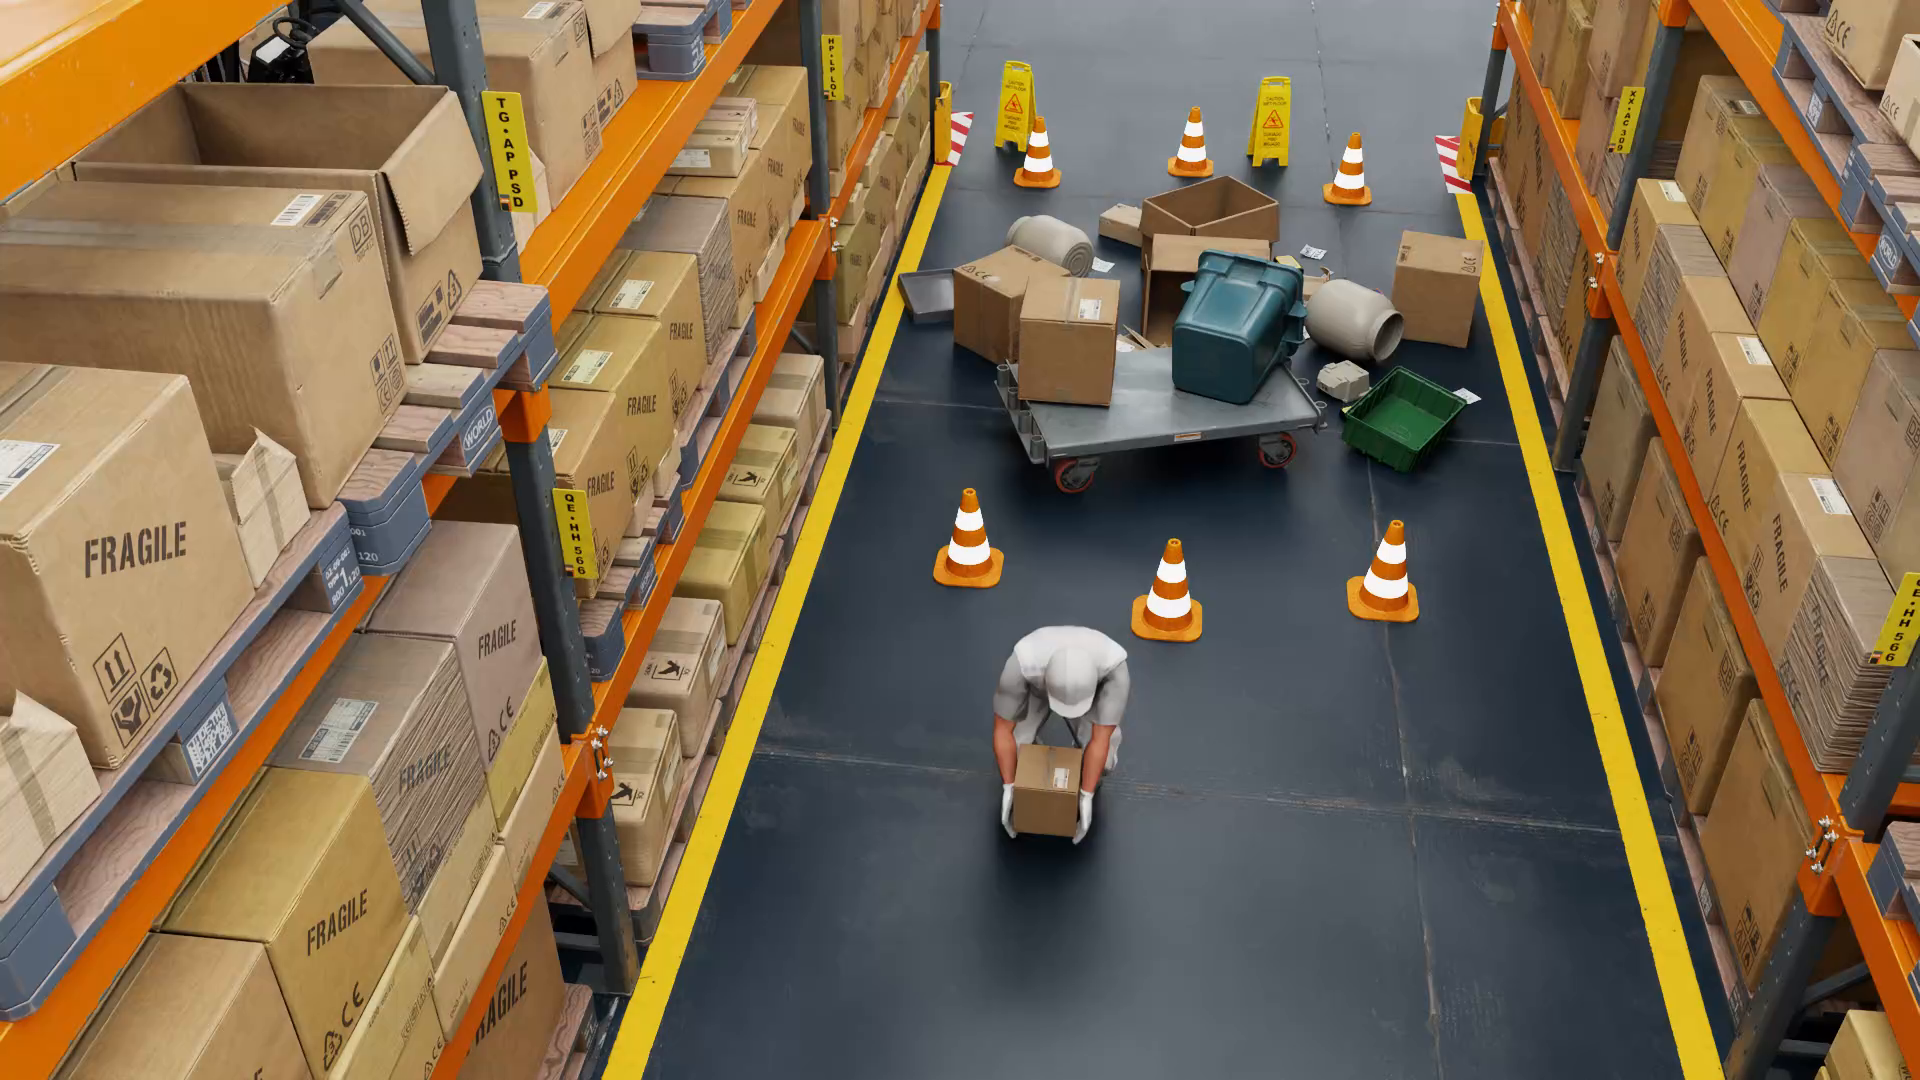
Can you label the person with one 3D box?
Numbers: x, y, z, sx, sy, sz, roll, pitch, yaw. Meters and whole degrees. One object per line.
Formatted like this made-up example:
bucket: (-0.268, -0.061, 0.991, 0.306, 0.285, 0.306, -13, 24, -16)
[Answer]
person: (0.411, 0.672, 6.779, 0.549, 0.990, 0.870, 4, 36, 6)
